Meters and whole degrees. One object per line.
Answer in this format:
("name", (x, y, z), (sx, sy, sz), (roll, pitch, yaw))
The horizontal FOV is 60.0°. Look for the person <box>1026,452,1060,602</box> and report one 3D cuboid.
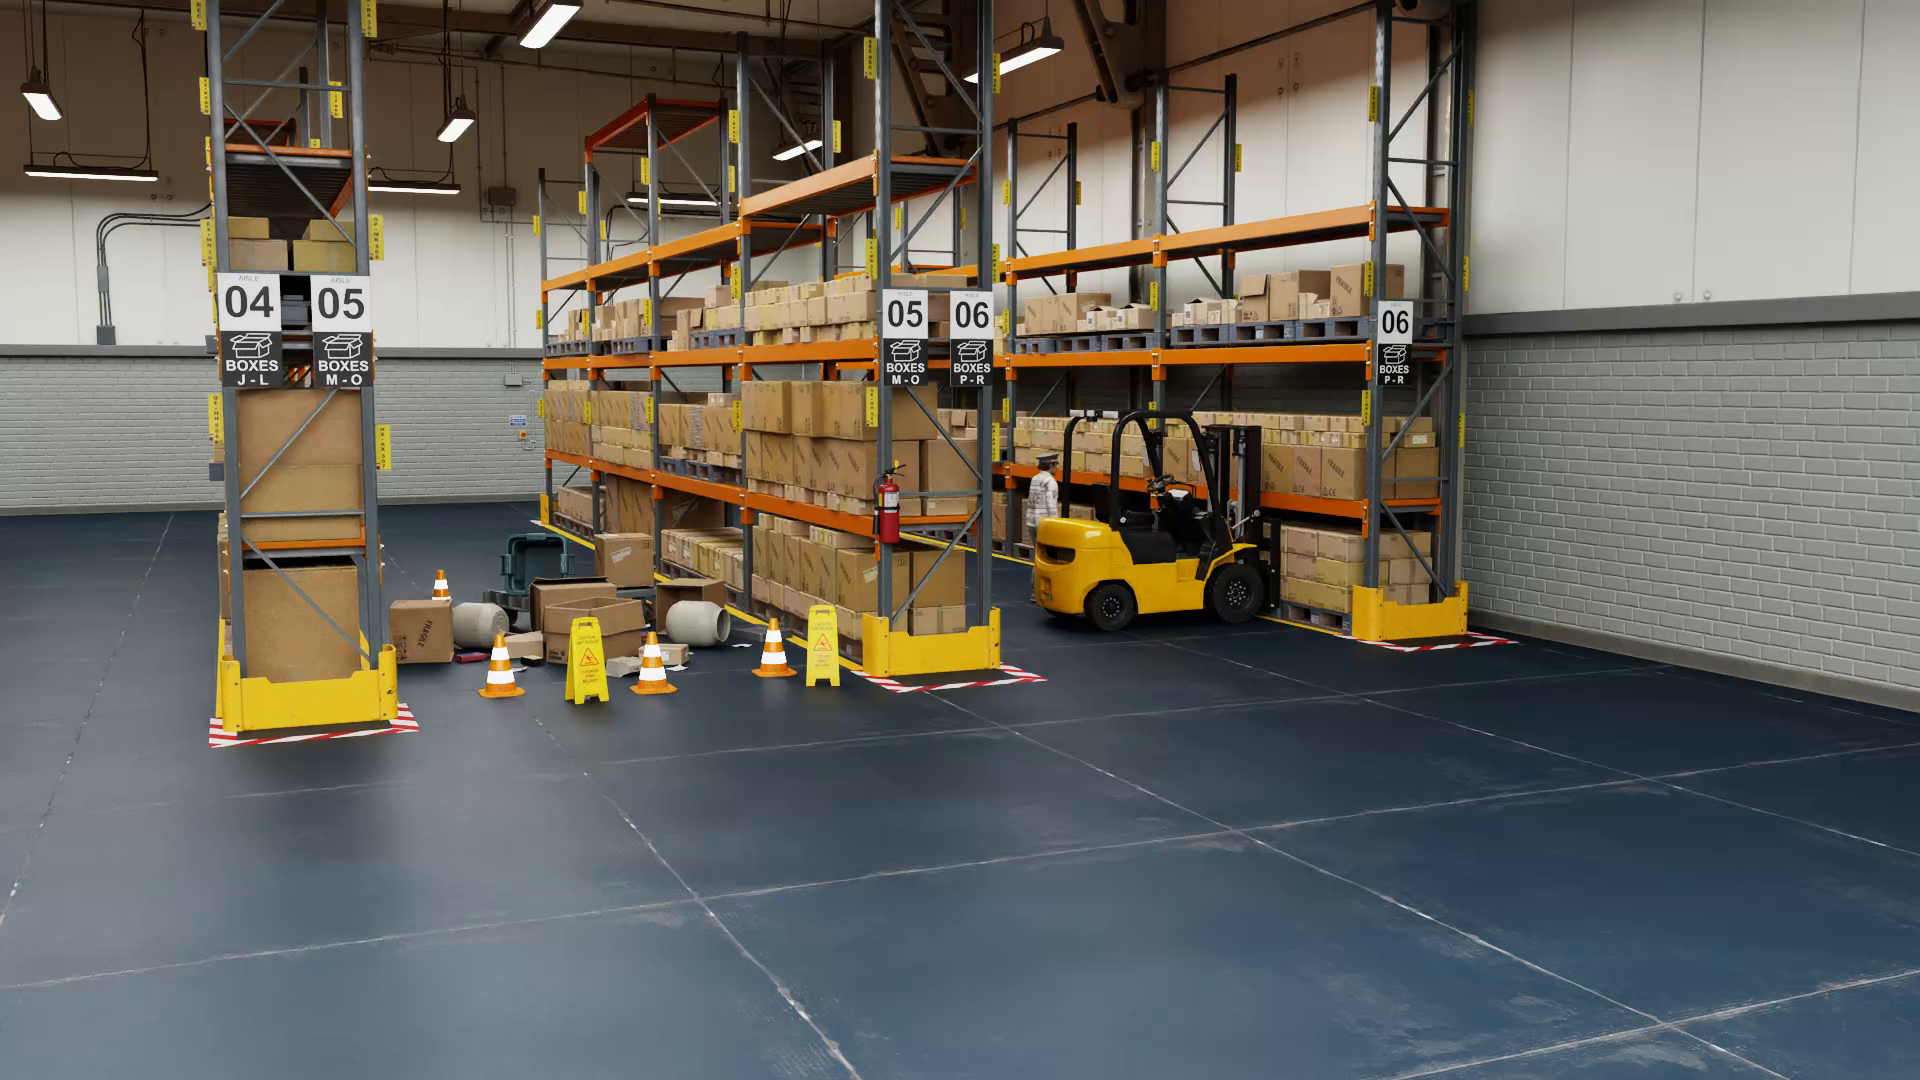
("person", (0.936, -0.133, 18.350), (0.370, 1.666, 0.545), (-3, 6, -26))
